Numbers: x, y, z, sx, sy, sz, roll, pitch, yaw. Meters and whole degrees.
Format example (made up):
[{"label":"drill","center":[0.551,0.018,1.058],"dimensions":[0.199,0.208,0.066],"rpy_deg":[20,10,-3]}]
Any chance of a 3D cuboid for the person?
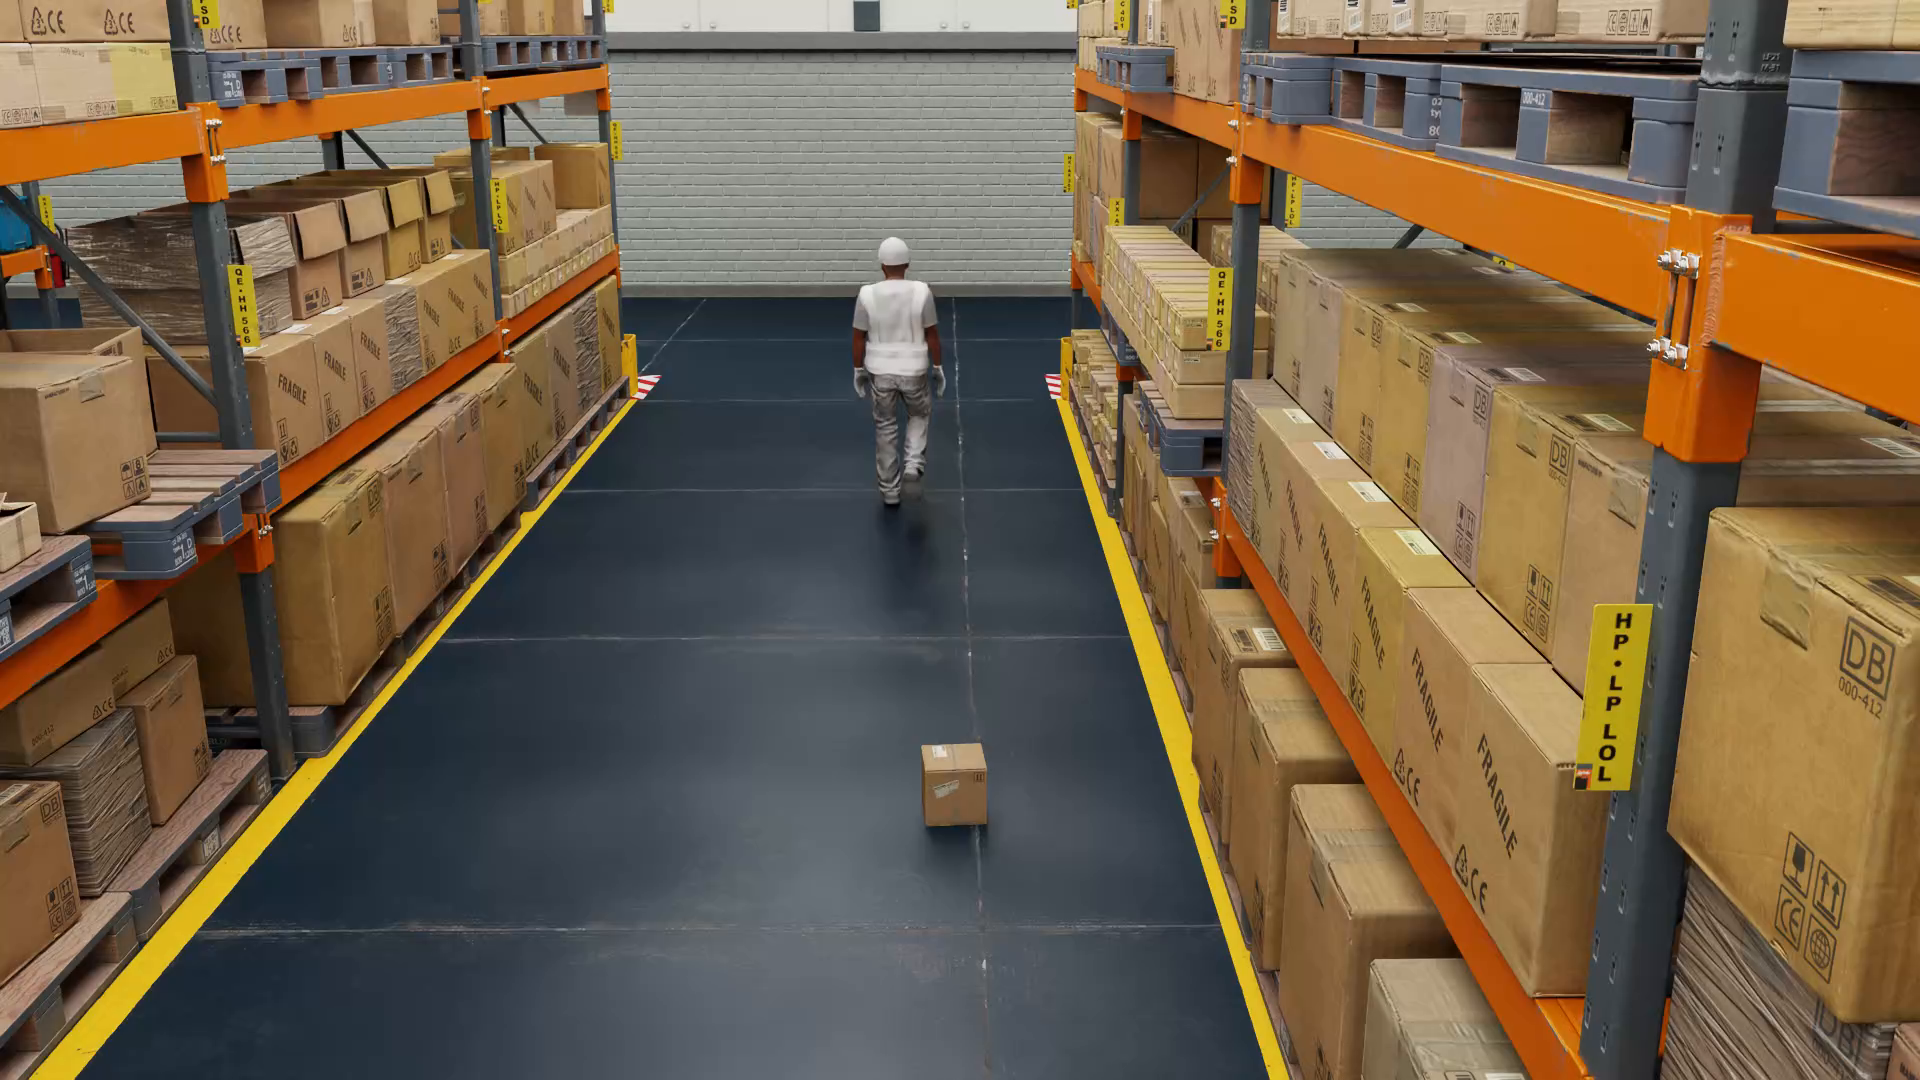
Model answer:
[{"label":"person","center":[-0.403,-1.128,11.110],"dimensions":[0.615,1.776,0.484],"rpy_deg":[0,17,-1]}]
